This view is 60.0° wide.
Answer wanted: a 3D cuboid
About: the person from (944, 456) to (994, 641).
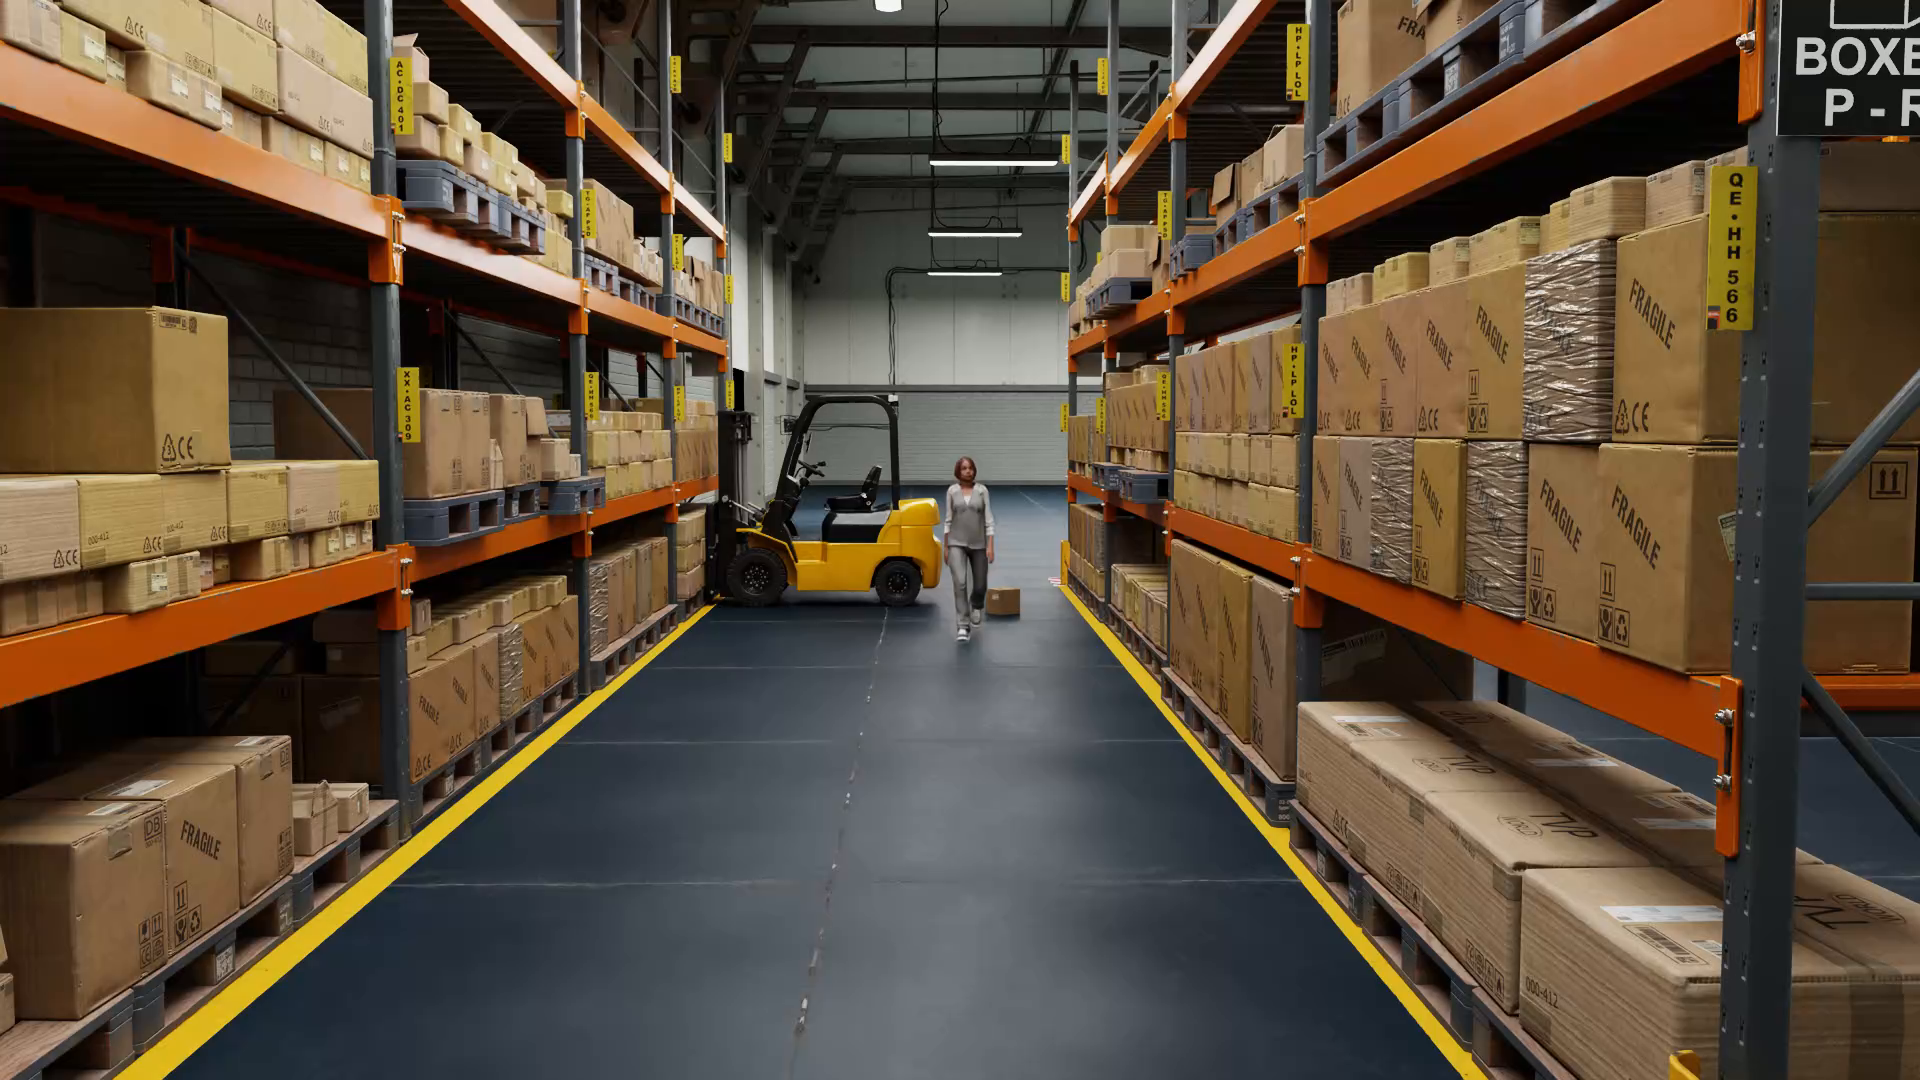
[{"bbox_3d":[0.078,0.056,14.281,0.430,1.552,0.822,0,4,-3],"label":"person"}]
